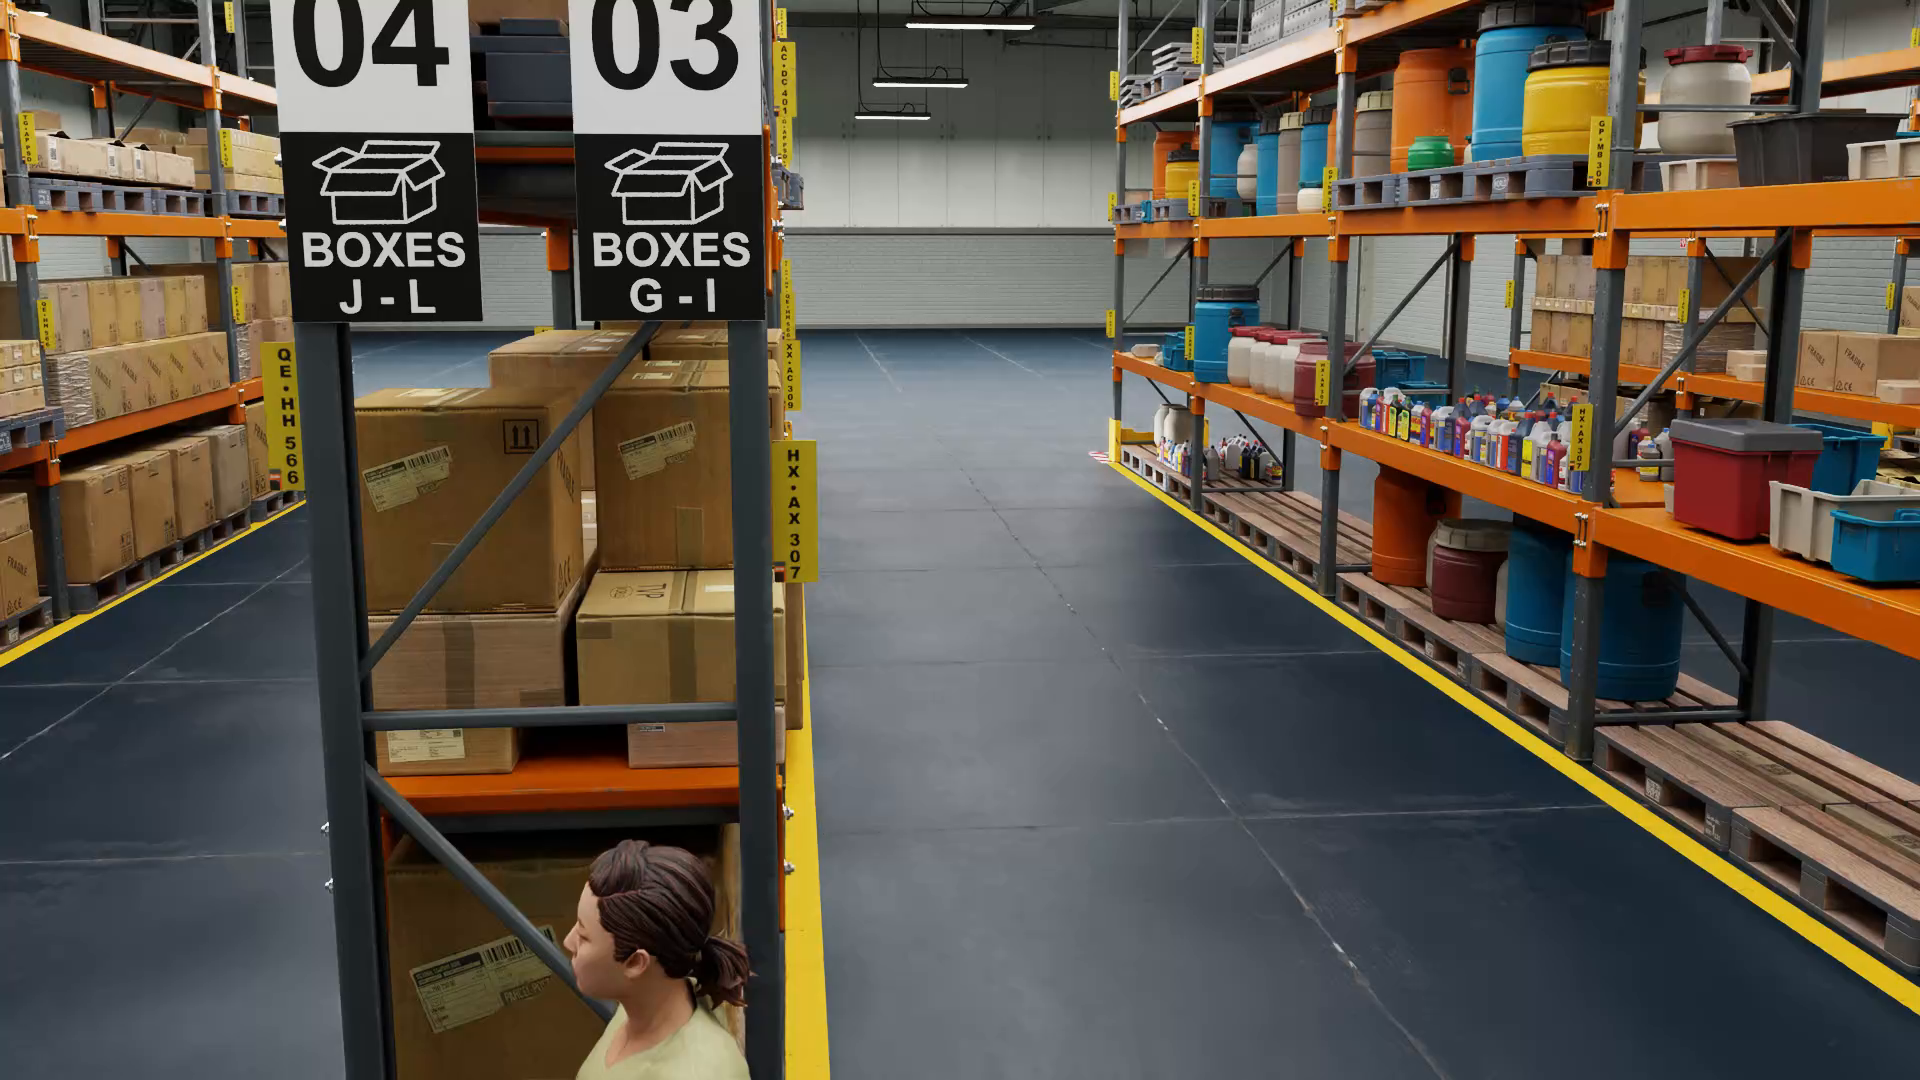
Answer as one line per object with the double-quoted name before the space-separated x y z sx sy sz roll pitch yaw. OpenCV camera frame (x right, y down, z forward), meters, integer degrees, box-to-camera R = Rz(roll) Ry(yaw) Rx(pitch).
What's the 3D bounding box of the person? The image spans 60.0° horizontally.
"person" -0.392 1.268 2.681 0.510 1.659 0.512 -3 11 -19
